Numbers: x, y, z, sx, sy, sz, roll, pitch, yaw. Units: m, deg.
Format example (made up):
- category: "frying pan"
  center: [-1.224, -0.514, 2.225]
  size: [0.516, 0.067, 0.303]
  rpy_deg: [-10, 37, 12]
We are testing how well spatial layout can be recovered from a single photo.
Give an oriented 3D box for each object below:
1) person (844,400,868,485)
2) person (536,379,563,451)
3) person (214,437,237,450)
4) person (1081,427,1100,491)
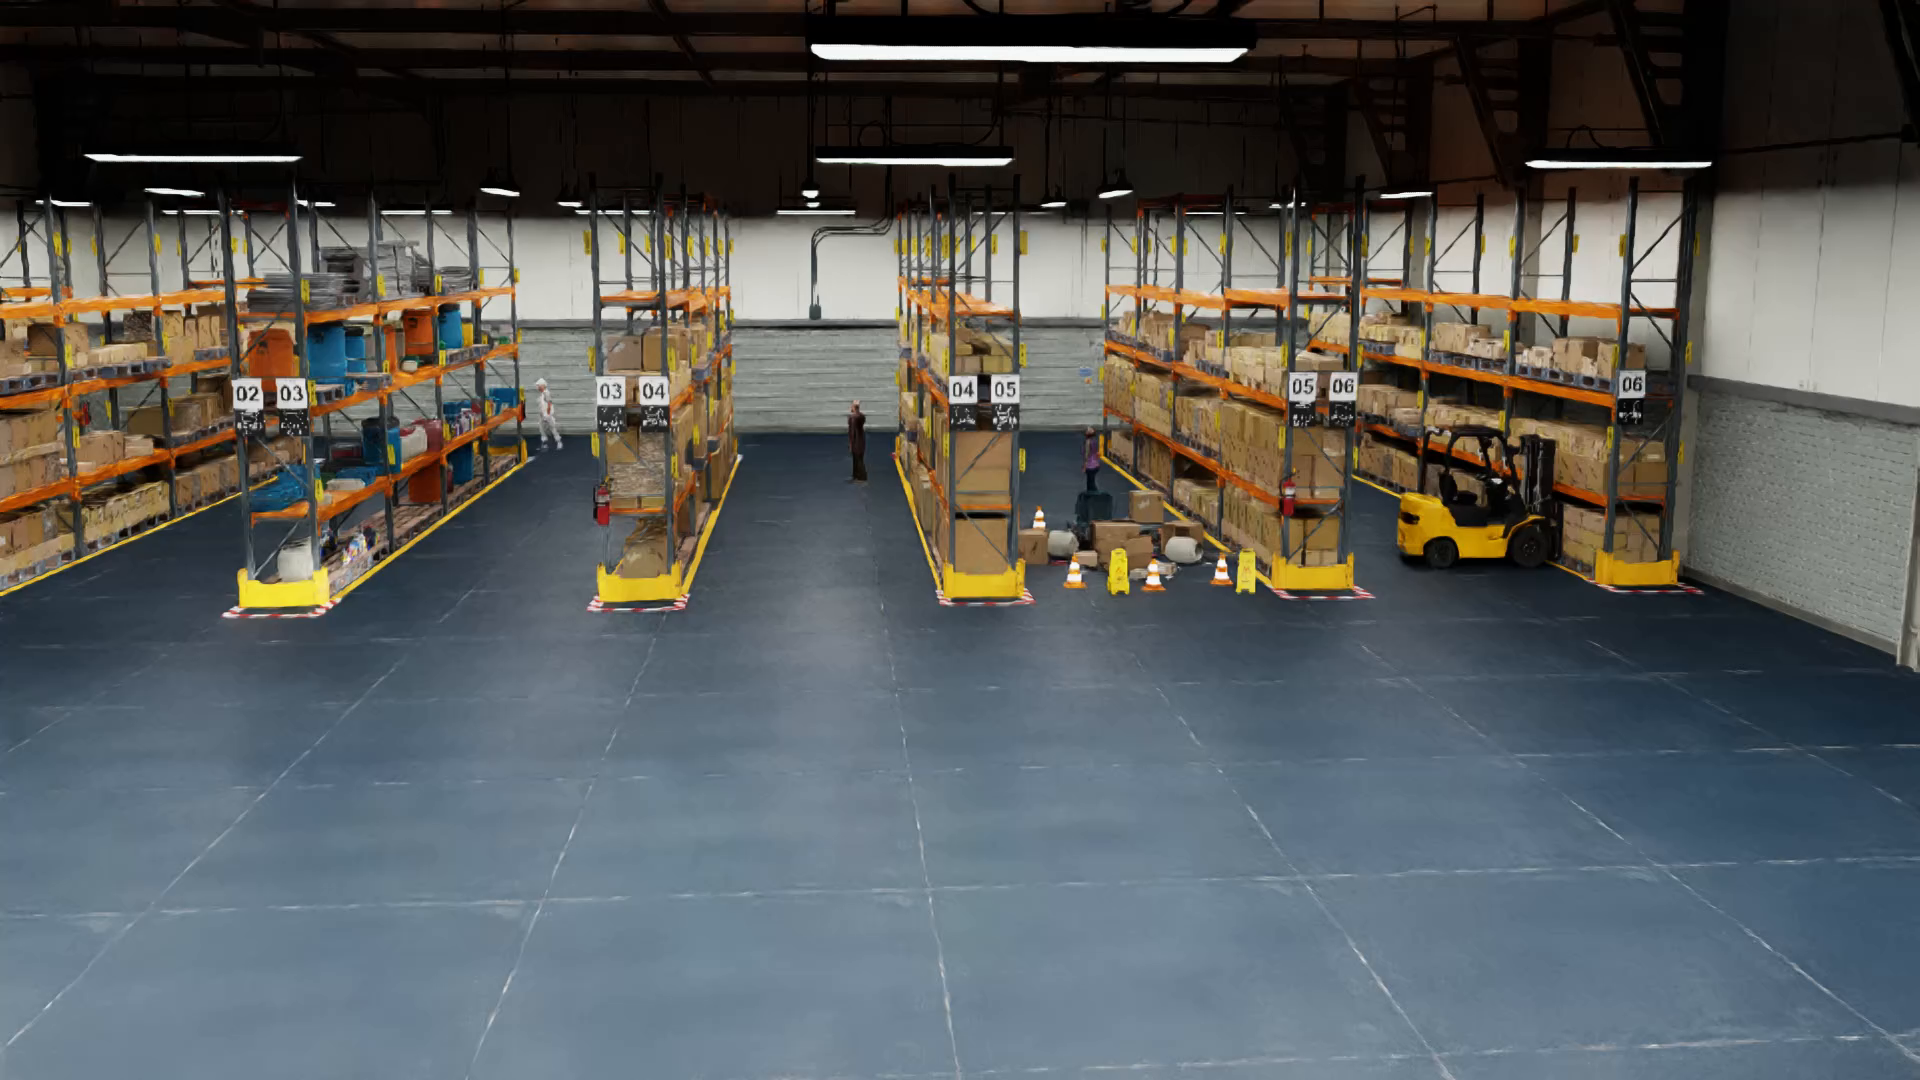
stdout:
- category: "person"
  center: [-2.221, -2.078, 35.244]
  size: [0.610, 1.776, 0.656]
  rpy_deg: [2, 10, 14]
- category: "person"
  center: [-10.203, -3.096, 41.168]
  size: [0.620, 1.785, 0.566]
  rpy_deg: [-8, 13, -38]
- category: "person"
  center: [-17.999, -3.053, 40.782]
  size: [0.567, 1.781, 0.718]
  rpy_deg: [7, 12, 34]
- category: "person"
  center: [2.476, -1.376, 31.830]
  size: [0.521, 1.592, 0.511]
  rpy_deg: [4, 11, 23]
